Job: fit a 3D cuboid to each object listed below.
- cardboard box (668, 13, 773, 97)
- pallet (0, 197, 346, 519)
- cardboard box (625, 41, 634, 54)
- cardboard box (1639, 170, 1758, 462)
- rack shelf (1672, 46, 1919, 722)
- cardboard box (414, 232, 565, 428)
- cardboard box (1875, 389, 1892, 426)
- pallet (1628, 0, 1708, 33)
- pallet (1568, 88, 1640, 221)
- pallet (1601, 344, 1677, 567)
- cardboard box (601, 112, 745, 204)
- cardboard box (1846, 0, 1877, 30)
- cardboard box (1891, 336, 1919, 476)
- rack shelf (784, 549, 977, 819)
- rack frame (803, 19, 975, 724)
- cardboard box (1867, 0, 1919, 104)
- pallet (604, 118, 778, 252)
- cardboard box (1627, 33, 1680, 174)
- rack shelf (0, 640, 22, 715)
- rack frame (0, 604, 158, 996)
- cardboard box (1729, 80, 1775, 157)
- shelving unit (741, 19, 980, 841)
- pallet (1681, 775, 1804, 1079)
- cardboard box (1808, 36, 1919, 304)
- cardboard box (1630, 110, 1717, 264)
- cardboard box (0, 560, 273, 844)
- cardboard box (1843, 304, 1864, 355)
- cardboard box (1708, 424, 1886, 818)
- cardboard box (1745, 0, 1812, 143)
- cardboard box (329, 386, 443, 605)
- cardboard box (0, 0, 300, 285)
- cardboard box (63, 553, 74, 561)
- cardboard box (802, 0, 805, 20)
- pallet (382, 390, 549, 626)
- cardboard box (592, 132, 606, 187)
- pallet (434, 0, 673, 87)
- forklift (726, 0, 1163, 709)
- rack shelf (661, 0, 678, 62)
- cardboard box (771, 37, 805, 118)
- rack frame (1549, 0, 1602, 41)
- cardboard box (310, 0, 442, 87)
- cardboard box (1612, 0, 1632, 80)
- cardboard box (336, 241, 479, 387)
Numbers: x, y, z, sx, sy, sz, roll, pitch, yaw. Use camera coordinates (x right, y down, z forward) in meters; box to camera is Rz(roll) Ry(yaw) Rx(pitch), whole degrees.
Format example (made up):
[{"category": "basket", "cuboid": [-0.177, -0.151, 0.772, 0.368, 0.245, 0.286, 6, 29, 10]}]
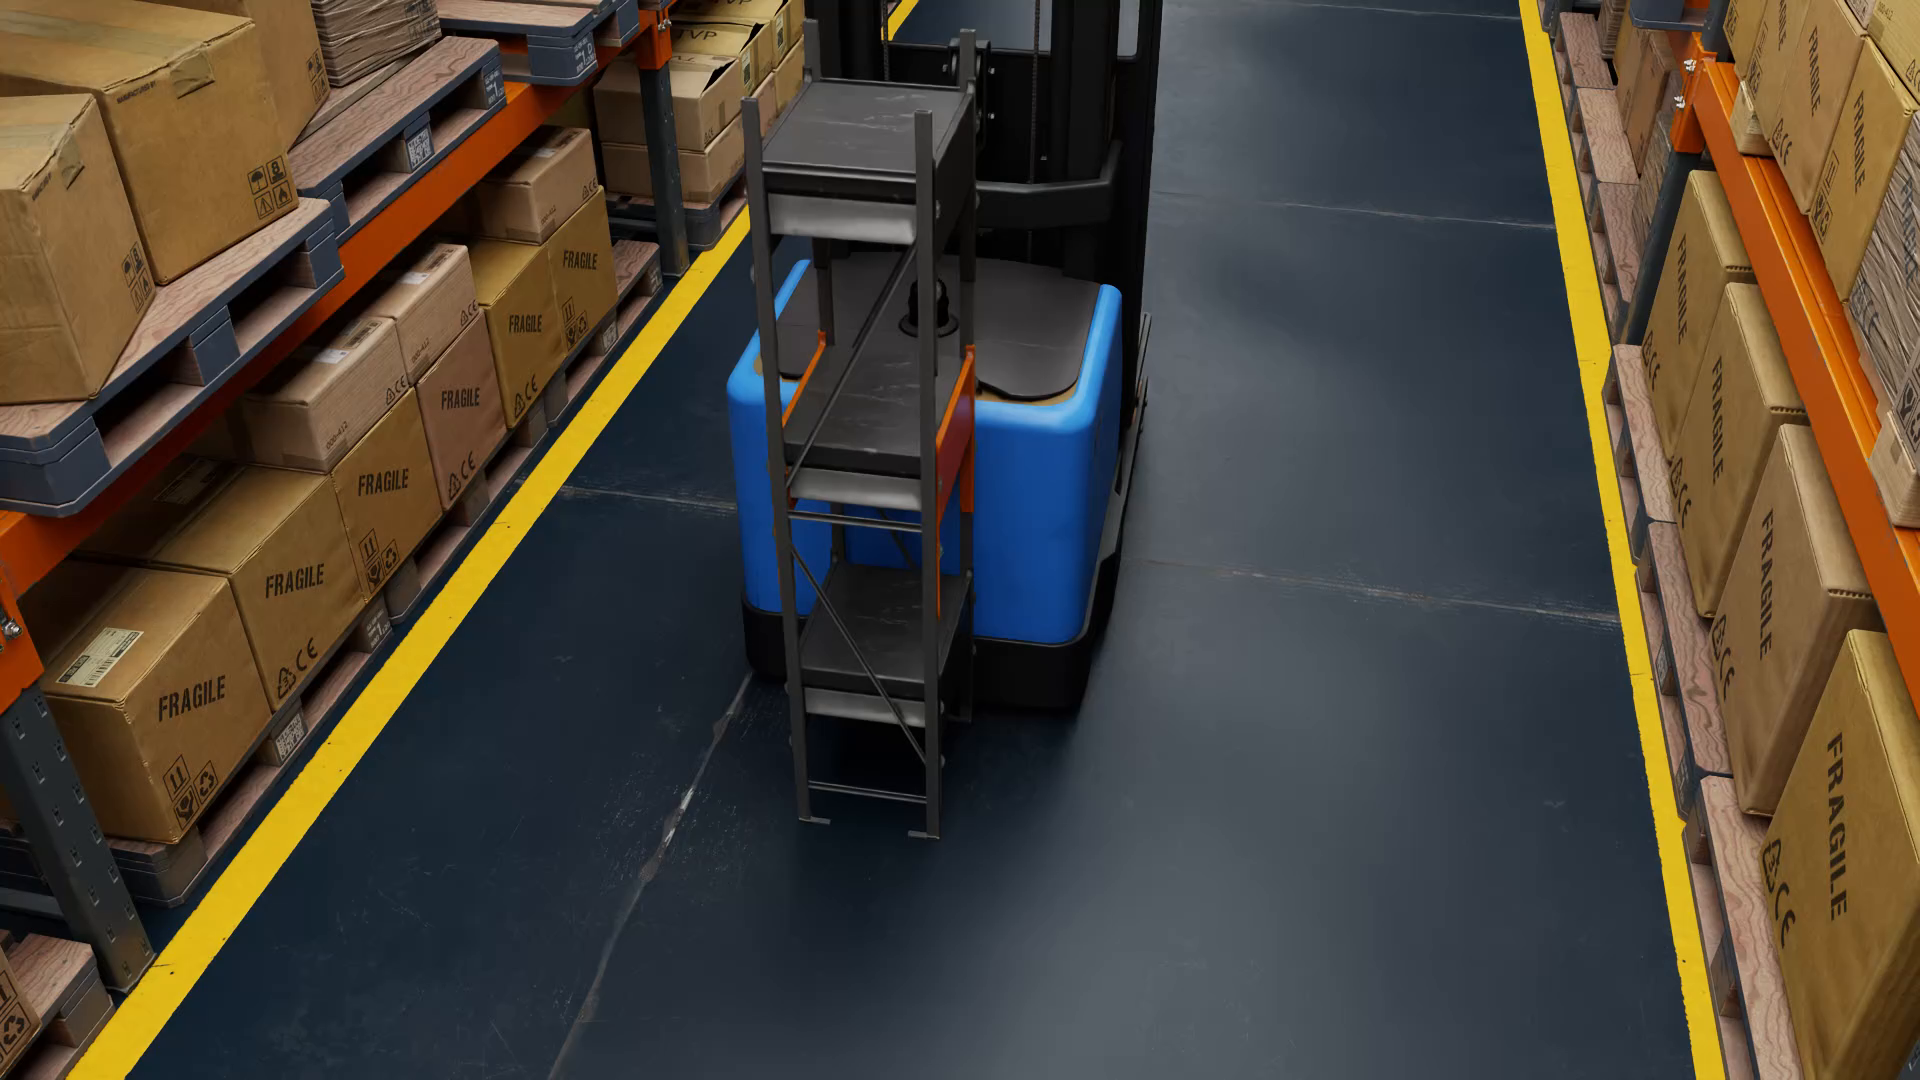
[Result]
[{"category": "cardboard box", "cuboid": [-1.204, -2.312, 7.891, 0.500, 0.311, 0.500, 6, 36, 9]}, {"category": "pallet", "cuboid": [-2.284, -0.536, 4.097, 1.003, 0.211, 1.213, 7, 37, 10]}, {"category": "cardboard box", "cuboid": [-1.731, -2.376, 7.980, 0.500, 0.311, 0.500, 7, 36, 9]}, {"category": "cardboard box", "cuboid": [2.848, -0.738, 5.686, 0.750, 0.750, 0.750, 7, 36, 9]}, {"category": "rack shelf", "cuboid": [2.706, -0.406, 4.367, 1.077, 0.370, 4.000, 7, 37, 10]}, {"category": "cardboard box", "cuboid": [-1.788, -0.766, 6.006, 0.500, 0.500, 0.500, 6, 36, 8]}, {"category": "cardboard box", "cuboid": [2.321, -0.267, 3.760, 0.380, 0.149, 0.250, 7, 37, 10]}, {"category": "pallet", "cuboid": [3.181, -2.188, 6.376, 1.213, 0.211, 1.003, 7, 37, 10]}, {"category": "pallet", "cuboid": [3.564, -1.860, 8.136, 1.003, 0.211, 1.213, 7, 37, 10]}, {"category": "pallet", "cuboid": [2.891, -0.272, 5.945, 1.003, 0.211, 1.213, 7, 37, 10]}, {"category": "cardboard box", "cuboid": [-1.308, -1.782, 7.638, 0.500, 0.250, 0.500, 7, 37, 10]}, {"category": "cardboard box", "cuboid": [2.567, -1.493, 4.259, 0.500, 0.250, 0.500, 8, 37, 10]}, {"category": "cardboard box", "cuboid": [2.231, -0.309, 3.265, 0.500, 0.500, 0.500, 8, 37, 10]}, {"category": "rack shelf", "cuboid": [-0.208, 0.395, 4.631, 0.431, 0.518, 0.480, 6, 37, 9]}, {"category": "rack frame", "cuboid": [-0.163, -0.323, 4.405, 0.400, 2.100, 0.015, 6, 37, 9]}, {"category": "cardboard box", "cuboid": [2.465, -1.199, 3.854, 0.500, 0.250, 0.500, 7, 36, 9]}, {"category": "pallet", "cuboid": [-1.493, -1.800, 8.054, 1.003, 0.211, 1.213, 7, 37, 10]}, {"category": "cardboard box", "cuboid": [3.538, -1.998, 7.706, 0.700, 0.500, 0.500, 7, 37, 10]}, {"category": "rack shelf", "cuboid": [-2.988, 1.269, 2.056, 1.077, 0.370, 4.000, 7, 37, 10]}, {"category": "rack frame", "cuboid": [-2.561, -0.169, 3.427, 1.000, 3.000, 0.127, 7, 37, 10]}, {"category": "cardboard box", "cuboid": [2.635, -1.305, 5.192, 0.380, 0.149, 0.250, 8, 37, 11]}, {"category": "shelving unit", "cuboid": [-0.208, -0.182, 4.211, 0.431, 2.100, 0.503, 6, 37, 9]}, {"category": "pallet", "cuboid": [2.370, 1.127, 4.015, 1.003, 0.211, 1.213, 7, 37, 10]}, {"category": "cardboard box", "cuboid": [2.448, -0.883, 4.057, 0.500, 0.500, 0.500, 8, 37, 11]}, {"category": "cardboard box", "cuboid": [3.236, -1.429, 6.921, 0.700, 0.500, 0.500, 8, 37, 11]}, {"category": "cardboard box", "cuboid": [-2.220, 0.418, 4.372, 0.500, 0.500, 0.500, 6, 36, 8]}, {"category": "cardboard box", "cuboid": [2.457, -0.560, 4.163, 0.380, 0.149, 0.250, 8, 37, 11]}, {"category": "cardboard box", "cuboid": [2.478, 0.251, 4.321, 0.750, 0.750, 0.750, 8, 37, 11]}, {"category": "cardboard box", "cuboid": [2.659, -1.467, 4.862, 0.500, 0.500, 0.500, 8, 37, 12]}, {"category": "cardboard box", "cuboid": [-2.003, -0.175, 5.190, 0.500, 0.500, 0.500, 8, 37, 11]}, {"category": "cardboard box", "cuboid": [-2.157, -1.025, 4.166, 0.700, 0.500, 0.500, 13, 38, 17]}, {"category": "cardboard box", "cuboid": [-2.622, 0.064, 4.861, 0.500, 0.500, 0.500, 7, 37, 10]}, {"category": "cardboard box", "cuboid": [-0.984, -2.899, 8.701, 0.500, 0.311, 0.500, 7, 36, 9]}, {"category": "pallet", "cuboid": [-2.166, -0.213, 5.864, 1.003, 0.211, 1.213, 7, 37, 10]}, {"category": "cardboard box", "cuboid": [-1.833, -1.851, 7.733, 0.500, 0.250, 0.500, 8, 37, 11]}, {"category": "pallet", "cuboid": [-1.783, -1.987, 6.099, 1.213, 0.211, 1.003, 7, 37, 10]}, {"category": "forklift", "cuboid": [0.112, -1.546, 5.385, 1.130, 2.935, 3.031, 6, 36, 8]}, {"category": "rack shelf", "cuboid": [-1.280, -3.318, 8.384, 1.077, 0.370, 4.000, 7, 37, 10]}, {"category": "cardboard box", "cuboid": [-1.096, -2.370, 8.449, 0.500, 0.250, 0.500, 6, 36, 9]}, {"category": "rack frame", "cuboid": [3.988, -4.137, 8.902, 1.000, 3.000, 0.127, 7, 37, 10]}, {"category": "cardboard box", "cuboid": [-2.113, -1.797, 5.231, 0.700, 0.500, 0.500, 14, 38, 19]}, {"category": "cardboard box", "cuboid": [3.785, -2.576, 8.504, 0.700, 0.500, 0.500, 7, 36, 9]}, {"category": "cardboard box", "cuboid": [-1.900, -0.746, 5.340, 0.500, 0.250, 0.500, 7, 36, 9]}]
